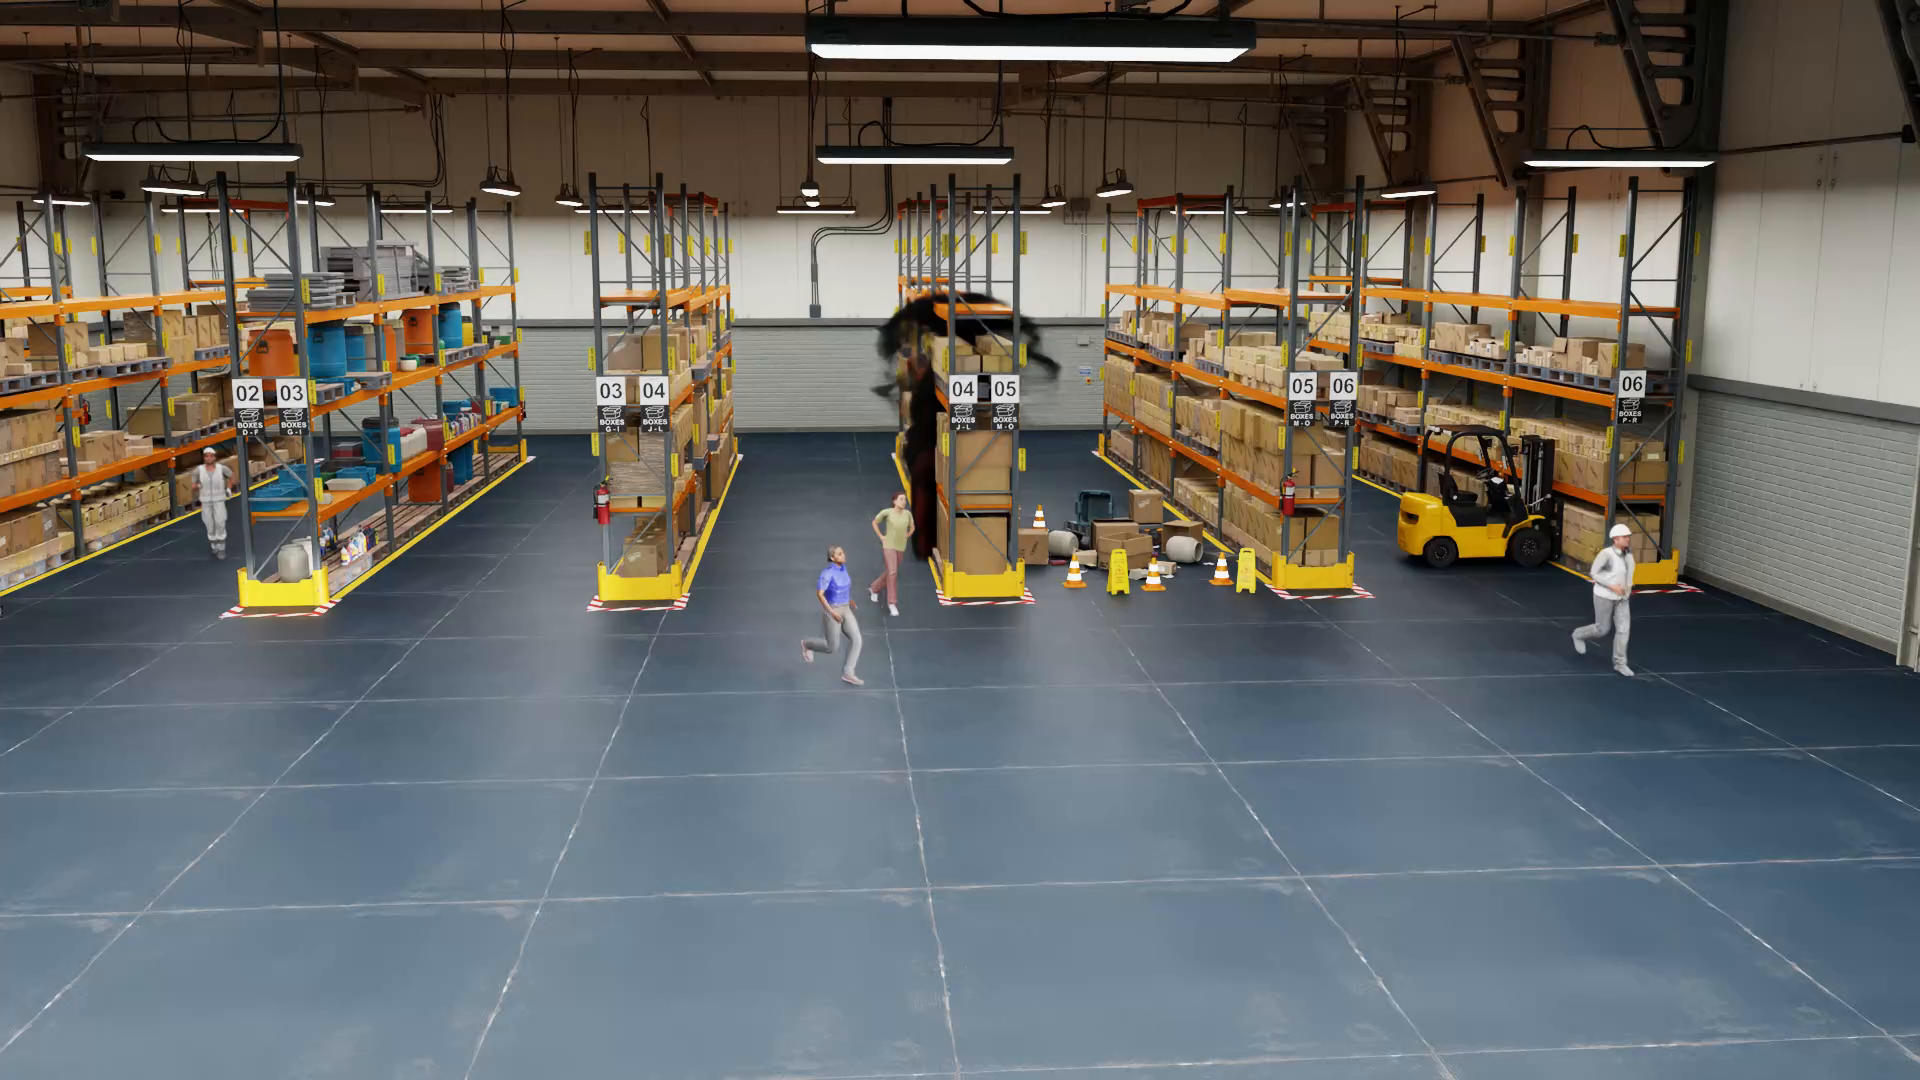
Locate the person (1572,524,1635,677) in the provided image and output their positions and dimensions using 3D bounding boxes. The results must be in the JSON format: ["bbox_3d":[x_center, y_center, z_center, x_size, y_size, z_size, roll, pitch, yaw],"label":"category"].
[{"bbox_3d":[7.762,0.674,19.861,0.682,1.768,0.961,-5,11,-26],"label":"person"}]

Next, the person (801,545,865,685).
[{"bbox_3d":[-1.463,0.858,19.341,0.803,1.619,0.572,7,12,33],"label":"person"}]

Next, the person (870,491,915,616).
[{"bbox_3d":[-0.889,0.131,23.153,0.595,1.666,0.909,-6,12,-31],"label":"person"}]

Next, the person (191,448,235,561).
[{"bbox_3d":[-12.049,-0.579,26.839,0.632,1.823,0.705,-3,10,-17],"label":"person"}]
